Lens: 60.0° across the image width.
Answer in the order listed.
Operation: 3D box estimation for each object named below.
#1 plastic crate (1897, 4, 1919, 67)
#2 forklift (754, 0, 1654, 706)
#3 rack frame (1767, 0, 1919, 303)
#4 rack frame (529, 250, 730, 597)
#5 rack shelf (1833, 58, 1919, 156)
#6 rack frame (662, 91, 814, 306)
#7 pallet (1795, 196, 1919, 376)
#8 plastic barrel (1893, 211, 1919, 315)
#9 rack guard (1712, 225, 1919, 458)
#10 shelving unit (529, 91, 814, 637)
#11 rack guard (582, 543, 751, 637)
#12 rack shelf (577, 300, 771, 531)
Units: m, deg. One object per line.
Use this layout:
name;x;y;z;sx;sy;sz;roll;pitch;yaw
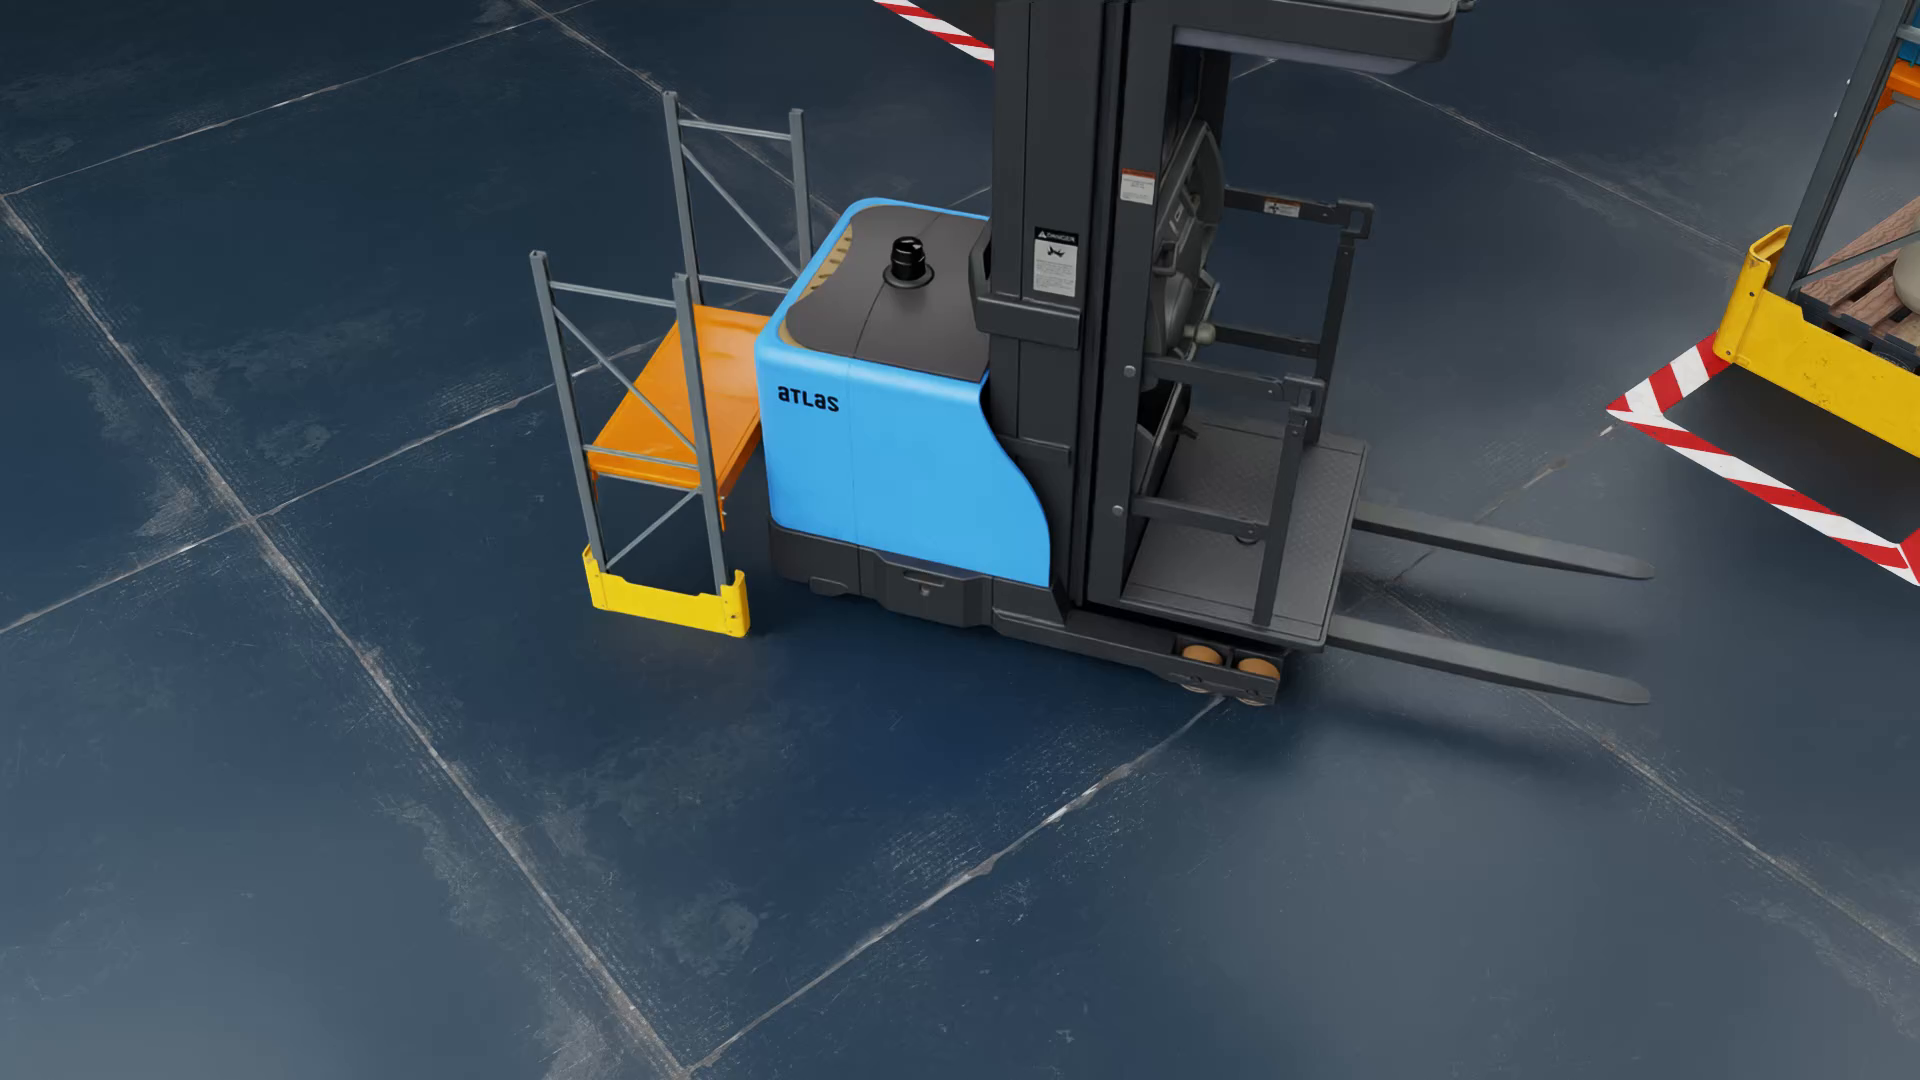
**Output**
plastic crate;3.861;-1.940;6.233;0.616;0.251;0.499;-30;51;-28
forklift;0.888;-0.916;5.084;3.031;2.935;1.130;13;45;13
rack frame;3.669;-1.617;5.781;0.127;3.000;1.000;-30;51;-28
rack frame;-1.041;-0.267;5.439;0.500;1.500;0.032;11;44;11
rack shelf;5.203;-2.233;6.963;4.000;0.370;1.077;-30;51;-28
rack frame;-0.771;-0.939;6.153;0.500;1.500;0.032;11;44;11
pallet;4.324;-1.013;7.174;1.213;0.211;1.003;-30;51;-28
plastic barrel;4.125;-1.193;6.839;0.421;0.512;0.421;0;43;0
rack guard;3.697;-0.764;6.698;0.348;0.500;1.175;-30;51;-28
shelving unit;-0.904;-0.609;5.803;0.587;1.500;1.083;11;44;11
rack guard;-1.036;0.175;5.880;0.587;0.250;0.087;11;44;11
rack shelf;-0.906;-0.472;5.919;0.538;0.185;1.000;11;44;11
